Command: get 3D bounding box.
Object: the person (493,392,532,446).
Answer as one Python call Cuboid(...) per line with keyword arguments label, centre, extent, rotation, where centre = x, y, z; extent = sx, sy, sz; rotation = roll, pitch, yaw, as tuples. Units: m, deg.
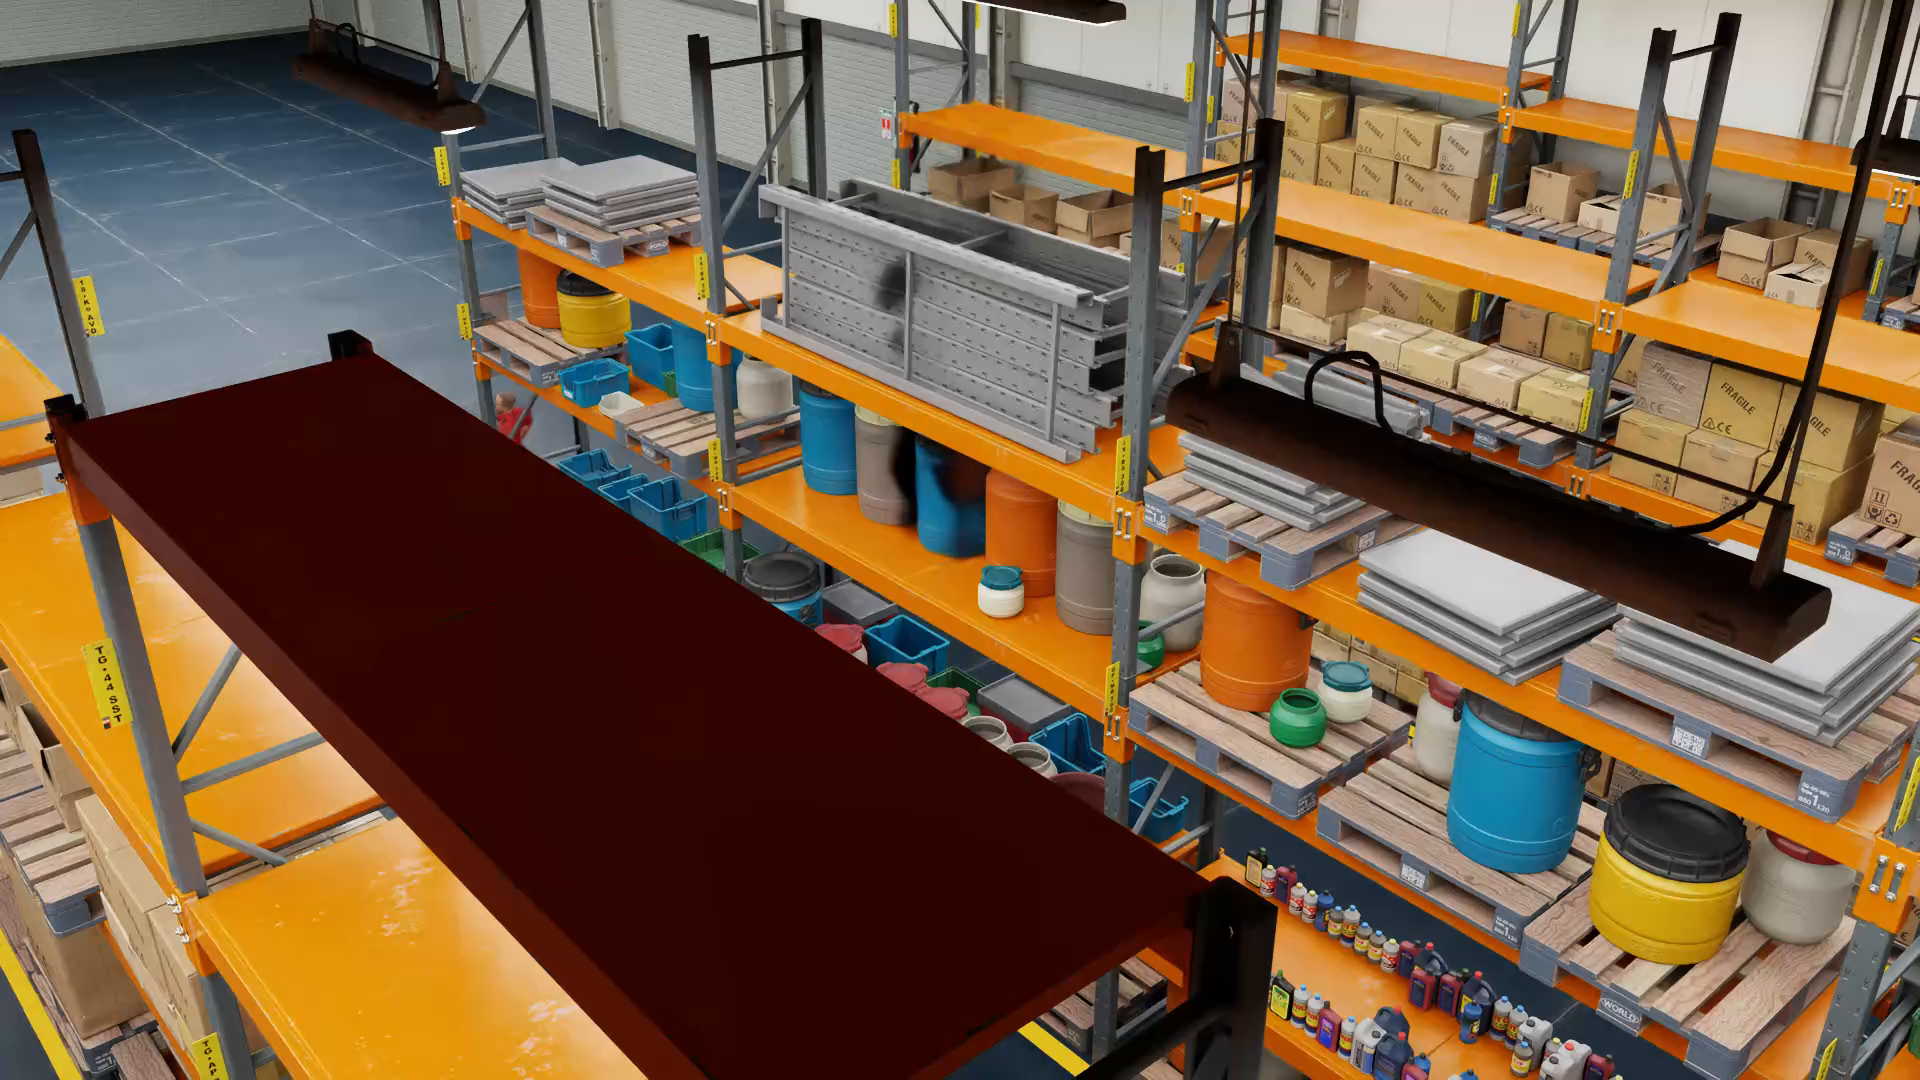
Cuboid(label="person", centre=(-4.679, -0.773, 17.281), extent=(0.648, 1.694, 0.717), rotation=(2, 27, 3))
